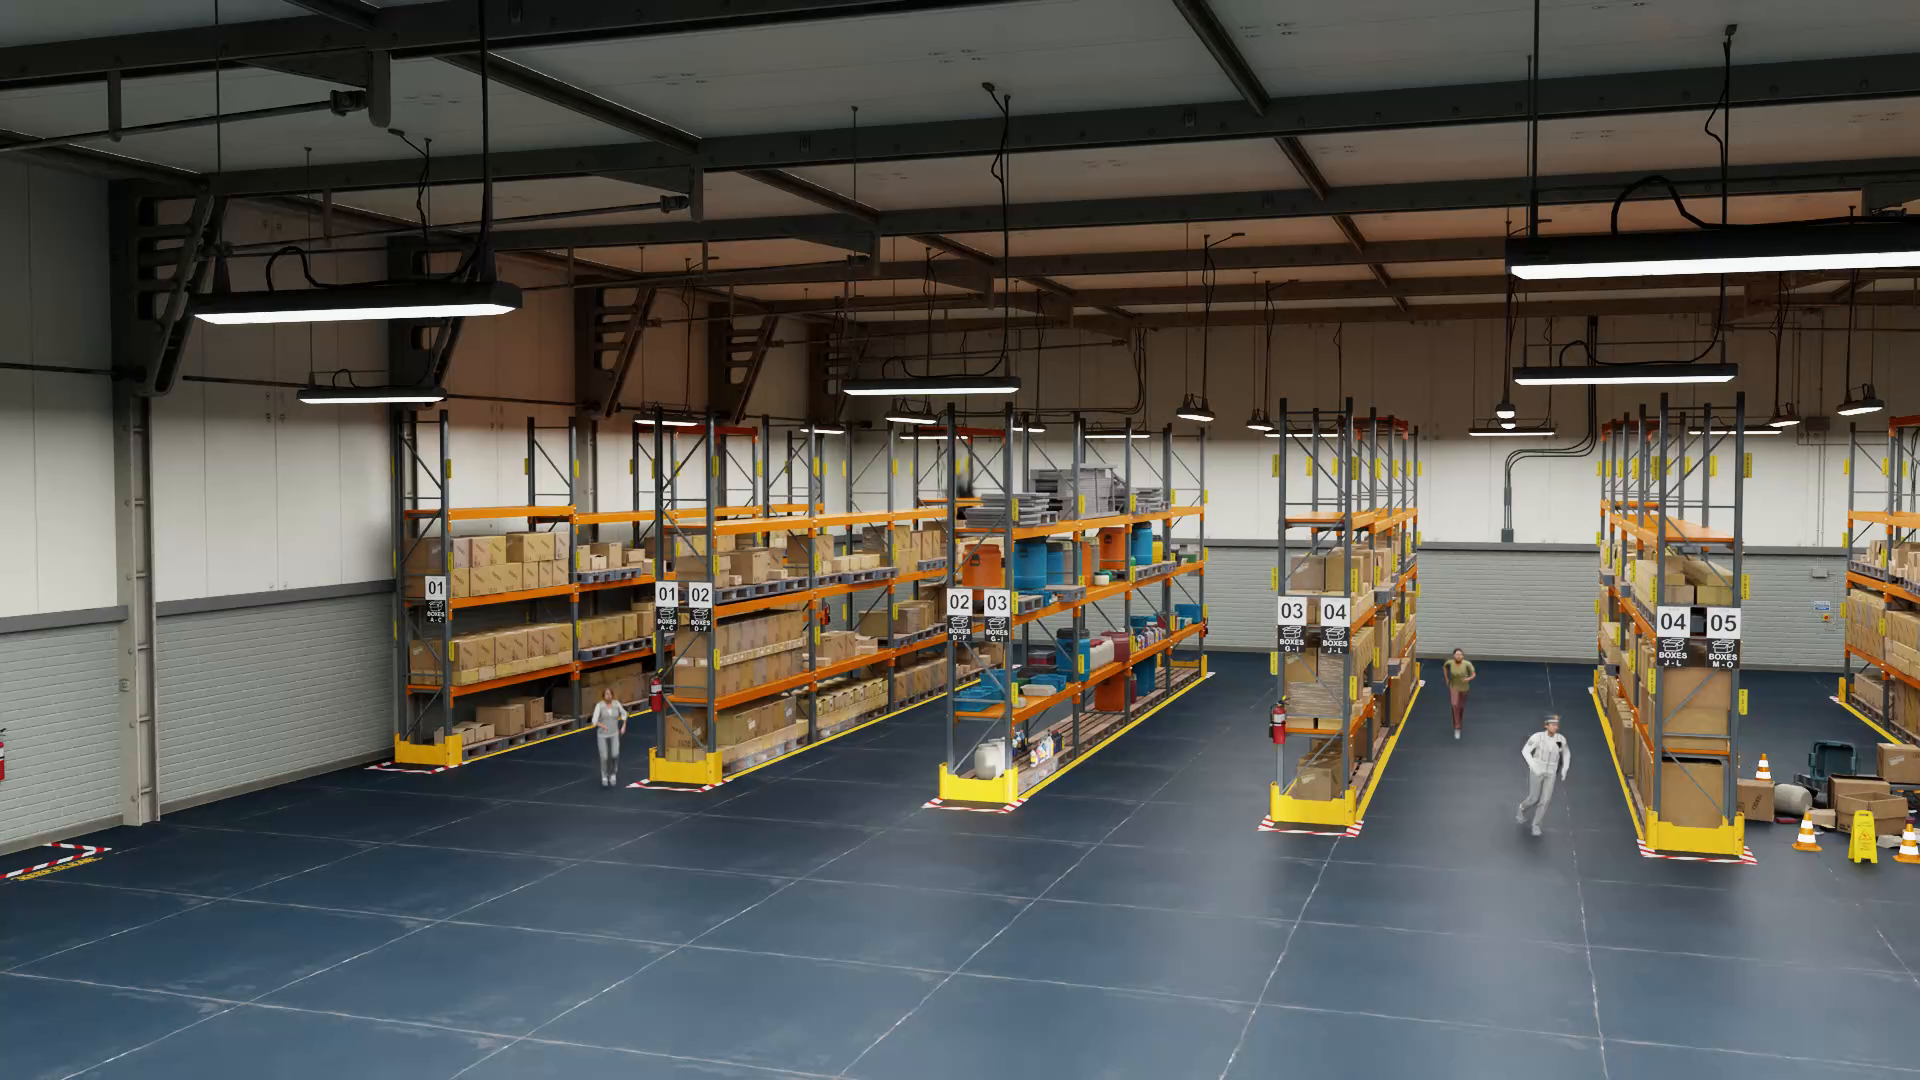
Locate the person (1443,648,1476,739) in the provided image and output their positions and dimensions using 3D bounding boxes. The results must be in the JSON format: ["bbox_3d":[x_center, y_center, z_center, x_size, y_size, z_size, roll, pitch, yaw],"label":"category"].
[{"bbox_3d":[9.385,2.842,31.262,0.581,1.666,1.082,1,3,14],"label":"person"}]

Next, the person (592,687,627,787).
[{"bbox_3d":[-5.491,3.092,26.096,0.563,1.584,0.638,-1,3,-18],"label":"person"}]

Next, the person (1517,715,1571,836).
[{"bbox_3d":[8.089,3.211,22.957,0.666,1.657,0.651,0,2,1],"label":"person"}]
